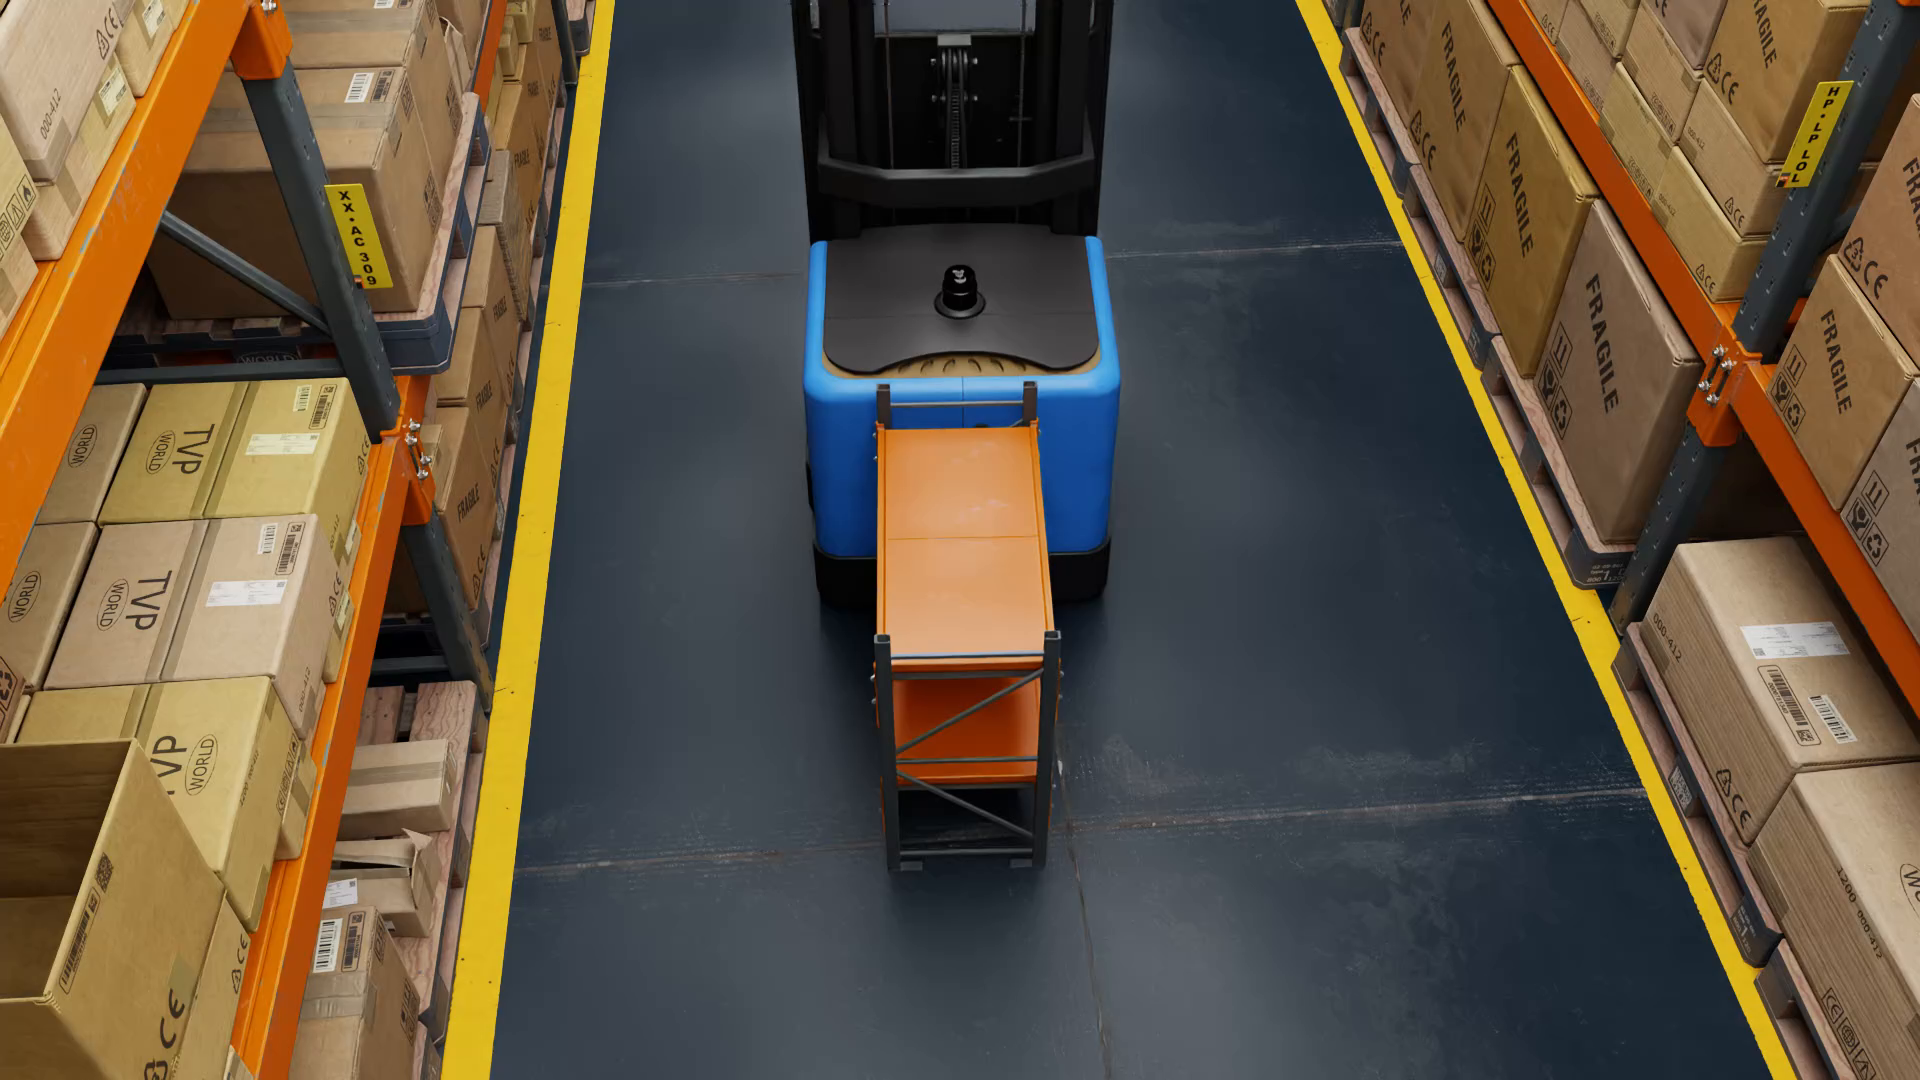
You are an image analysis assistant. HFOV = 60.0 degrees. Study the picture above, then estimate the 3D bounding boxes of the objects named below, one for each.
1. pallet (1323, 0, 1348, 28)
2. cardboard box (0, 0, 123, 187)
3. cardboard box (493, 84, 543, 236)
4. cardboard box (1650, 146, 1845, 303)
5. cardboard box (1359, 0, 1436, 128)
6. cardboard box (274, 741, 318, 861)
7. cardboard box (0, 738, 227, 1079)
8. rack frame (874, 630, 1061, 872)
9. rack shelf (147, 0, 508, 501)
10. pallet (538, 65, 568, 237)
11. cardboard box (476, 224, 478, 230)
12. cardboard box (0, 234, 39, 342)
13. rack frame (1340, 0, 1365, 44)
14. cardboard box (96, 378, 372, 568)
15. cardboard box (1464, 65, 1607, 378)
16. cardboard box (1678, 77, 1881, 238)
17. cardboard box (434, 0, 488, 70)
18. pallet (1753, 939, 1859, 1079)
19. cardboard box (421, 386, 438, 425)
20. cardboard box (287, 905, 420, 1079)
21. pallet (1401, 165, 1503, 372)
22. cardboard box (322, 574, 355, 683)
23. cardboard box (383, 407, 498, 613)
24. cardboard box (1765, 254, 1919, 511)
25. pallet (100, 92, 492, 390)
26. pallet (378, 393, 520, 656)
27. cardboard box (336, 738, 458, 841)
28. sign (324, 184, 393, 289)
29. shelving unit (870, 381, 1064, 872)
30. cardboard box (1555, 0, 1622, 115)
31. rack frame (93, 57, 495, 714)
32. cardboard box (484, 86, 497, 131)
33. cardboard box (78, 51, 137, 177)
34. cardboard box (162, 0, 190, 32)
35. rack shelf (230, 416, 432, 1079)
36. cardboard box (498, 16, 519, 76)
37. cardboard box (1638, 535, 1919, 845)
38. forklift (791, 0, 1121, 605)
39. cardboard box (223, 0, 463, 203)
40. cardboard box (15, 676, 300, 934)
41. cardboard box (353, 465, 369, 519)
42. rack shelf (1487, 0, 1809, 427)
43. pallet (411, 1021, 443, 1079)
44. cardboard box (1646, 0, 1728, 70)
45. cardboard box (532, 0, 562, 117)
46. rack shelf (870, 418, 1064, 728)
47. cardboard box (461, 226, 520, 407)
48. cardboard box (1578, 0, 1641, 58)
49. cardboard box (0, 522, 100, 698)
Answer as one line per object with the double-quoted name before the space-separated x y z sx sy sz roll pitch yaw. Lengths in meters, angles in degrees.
"pallet" 2.439 -3.257 9.189 1.003 0.211 1.213 -3 47 -3
"cardboard box" -1.764 -0.824 2.797 0.500 0.250 0.500 -5 47 -5
"cardboard box" -2.115 -1.596 7.128 0.500 0.500 0.500 -2 47 -2
"cardboard box" 2.549 -1.014 5.247 0.500 0.250 0.500 -4 47 -4
"cardboard box" 2.478 -2.559 7.782 0.875 0.875 0.875 -4 47 -4
"cardboard box" -1.696 0.598 3.790 0.380 0.149 0.250 -4 47 -4
"cardboard box" -1.669 0.704 2.899 0.500 0.500 0.500 -2 47 -2
"rack frame" 0.020 0.646 4.864 0.500 1.125 0.032 -1 47 -1
"rack shelf" -2.276 -1.651 6.243 1.077 0.370 4.000 -3 47 -3
"pallet" -2.418 -1.844 7.851 1.003 0.211 1.213 -3 47 -3
"cardboard box" -2.045 -1.176 6.284 0.380 0.149 0.250 -2 47 -2
"cardboard box" -1.743 -0.409 2.679 0.380 0.149 0.250 -2 47 -2
"rack frame" 2.503 -3.650 7.641 1.000 3.000 0.127 -3 47 -3
"cardboard box" -1.822 -0.149 4.223 0.500 0.250 0.500 -2 47 -2
"cardboard box" 2.623 -1.267 6.558 0.875 0.875 0.875 -2 47 -2
"cardboard box" 2.559 -1.180 5.061 0.500 0.250 0.500 -4 47 -3
"cardboard box" -2.035 -1.936 5.660 0.700 0.500 0.500 -4 47 -3
"pallet" 2.929 1.643 4.549 1.003 0.211 1.213 -3 47 -3
"cardboard box" -1.973 -0.431 5.578 0.380 0.149 0.250 -5 47 -4
"cardboard box" -1.850 1.337 4.350 0.700 0.500 0.500 -5 47 -5
"pallet" 2.593 -1.236 7.275 1.003 0.211 1.213 -3 47 -3
"cardboard box" -1.741 0.224 4.145 0.380 0.149 0.250 -2 47 -2
"cardboard box" -1.924 -0.100 5.711 0.500 0.500 0.500 -2 47 -2
"cardboard box" 2.616 -0.435 4.527 0.500 0.500 0.500 -2 47 -2
"pallet" -2.066 -0.970 5.235 1.003 0.211 1.213 -3 47 -3
"pallet" -2.214 -0.079 6.179 1.003 0.211 1.213 -3 47 -3
"cardboard box" -1.769 0.770 5.129 0.380 0.149 0.250 -5 47 -4
"sign" -1.568 -0.788 4.334 0.100 0.325 0.005 -3 47 -3
"shelving unit" 0.005 0.277 5.213 0.538 1.125 1.048 -1 47 -1
"cardboard box" 2.484 -1.748 5.943 0.500 0.250 0.500 -5 47 -4
"rack frame" -2.108 -0.452 4.612 1.000 3.000 0.127 -3 47 -3
"cardboard box" -2.119 -1.749 6.826 0.380 0.149 0.250 -4 47 -4
"cardboard box" -1.753 -0.782 3.032 0.380 0.149 0.250 -2 47 -2
"cardboard box" -1.784 -1.155 3.385 0.380 0.149 0.250 -4 47 -4
"rack shelf" -1.941 1.243 3.502 1.077 0.370 4.000 -3 47 -3
"cardboard box" -2.117 -2.123 7.180 0.380 0.149 0.250 -5 47 -5
"cardboard box" 2.783 0.441 5.241 0.875 0.438 0.875 -4 47 -4
"forklift" -0.033 -1.835 5.969 1.130 2.935 3.031 -1 47 -1
"cardboard box" -1.969 -1.369 5.122 0.700 0.500 0.500 -3 47 -3
"cardboard box" -1.737 0.575 3.538 0.500 0.250 0.500 -4 47 -4
"cardboard box" -1.830 -0.150 4.499 0.380 0.149 0.250 -3 47 -3
"rack shelf" 2.670 -1.956 6.532 1.077 0.370 4.000 -3 47 -3
"pallet" -1.946 1.889 4.316 1.003 0.211 1.213 -3 47 -3
"cardboard box" 2.500 -1.816 5.146 0.500 0.500 0.500 -3 47 -3
"cardboard box" -2.193 -2.338 7.830 0.500 0.500 0.500 -2 47 -2
"rack shelf" 0.005 0.075 5.001 0.538 0.278 1.000 -1 47 -1
"cardboard box" -2.016 -0.846 6.418 0.500 0.500 0.500 -5 47 -4
"cardboard box" 2.460 -1.916 5.758 0.500 0.250 0.500 -2 47 -2
"cardboard box" -2.287 0.235 3.860 0.500 0.250 0.500 -4 47 -4
